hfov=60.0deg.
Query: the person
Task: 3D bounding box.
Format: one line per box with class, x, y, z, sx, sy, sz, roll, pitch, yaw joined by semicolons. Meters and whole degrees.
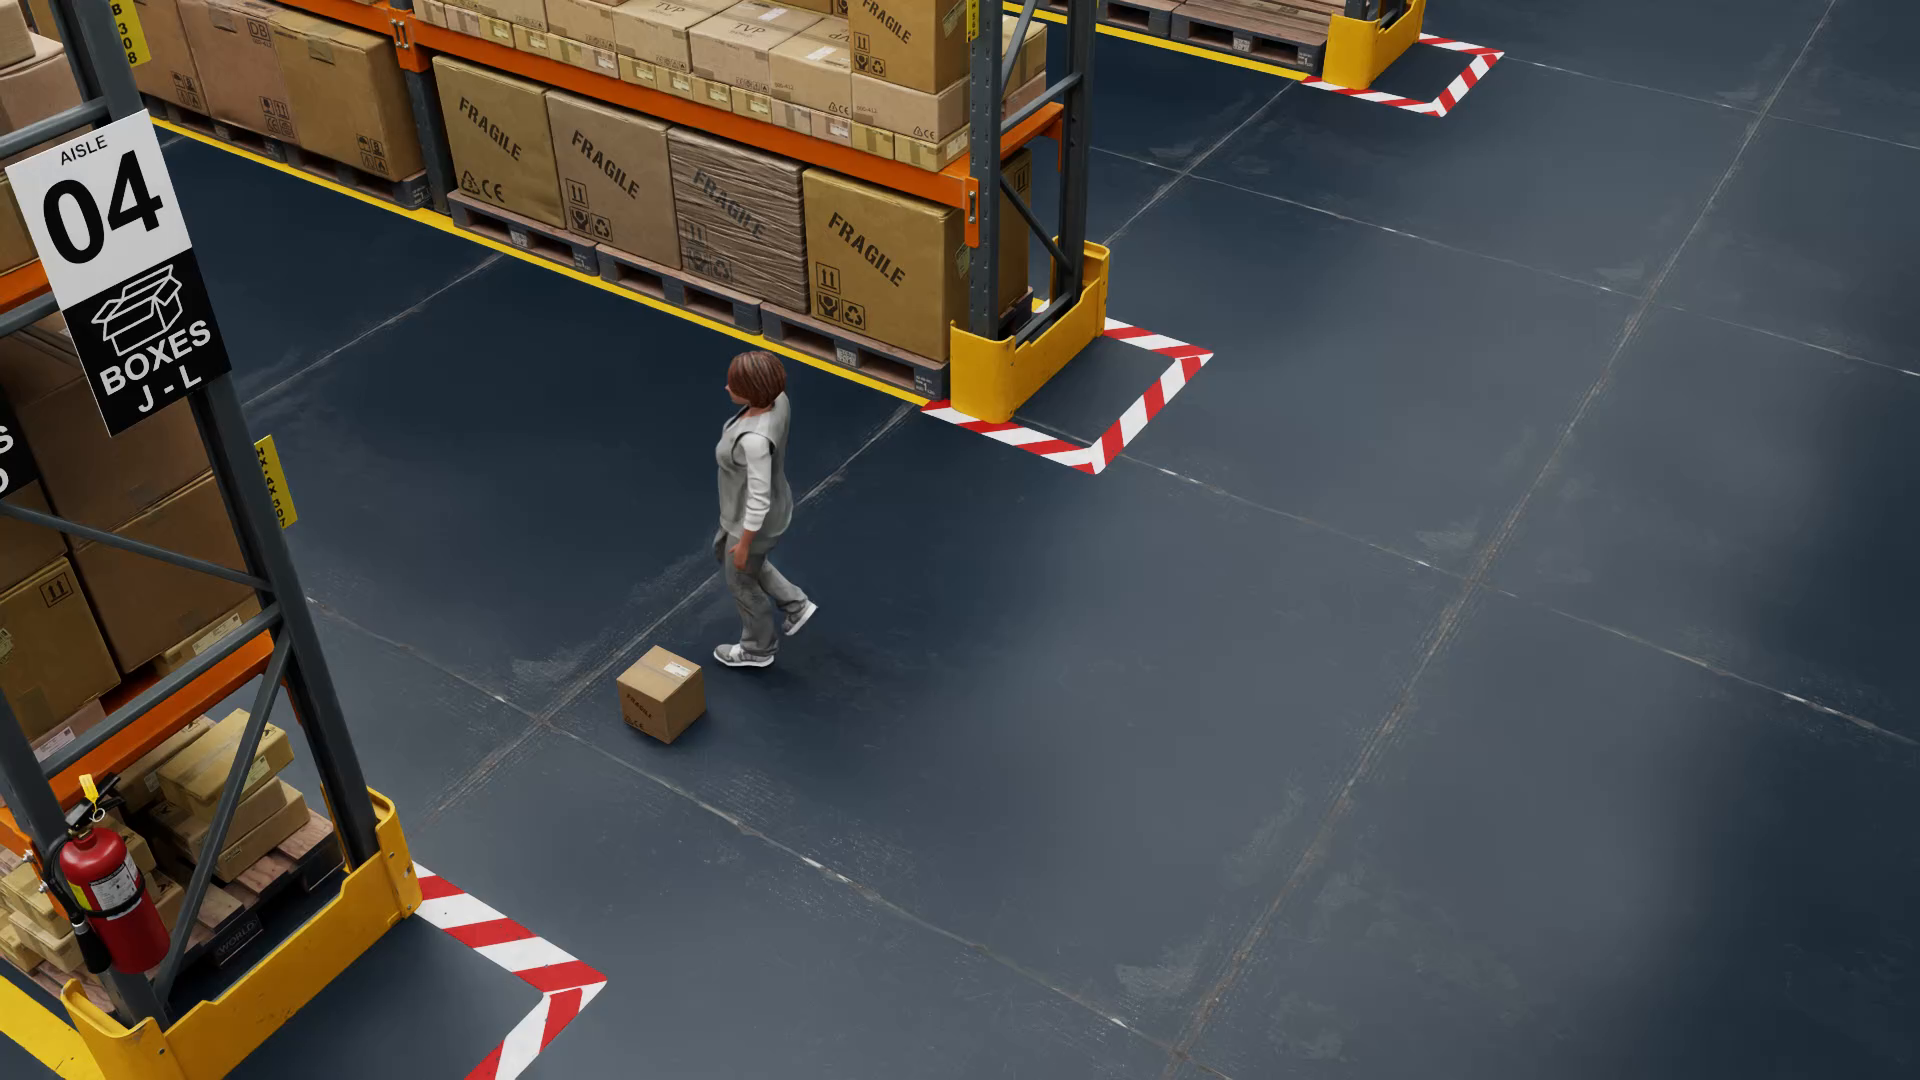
person;-0.853;-0.082;6.777;0.453;1.582;0.462;2;39;3
